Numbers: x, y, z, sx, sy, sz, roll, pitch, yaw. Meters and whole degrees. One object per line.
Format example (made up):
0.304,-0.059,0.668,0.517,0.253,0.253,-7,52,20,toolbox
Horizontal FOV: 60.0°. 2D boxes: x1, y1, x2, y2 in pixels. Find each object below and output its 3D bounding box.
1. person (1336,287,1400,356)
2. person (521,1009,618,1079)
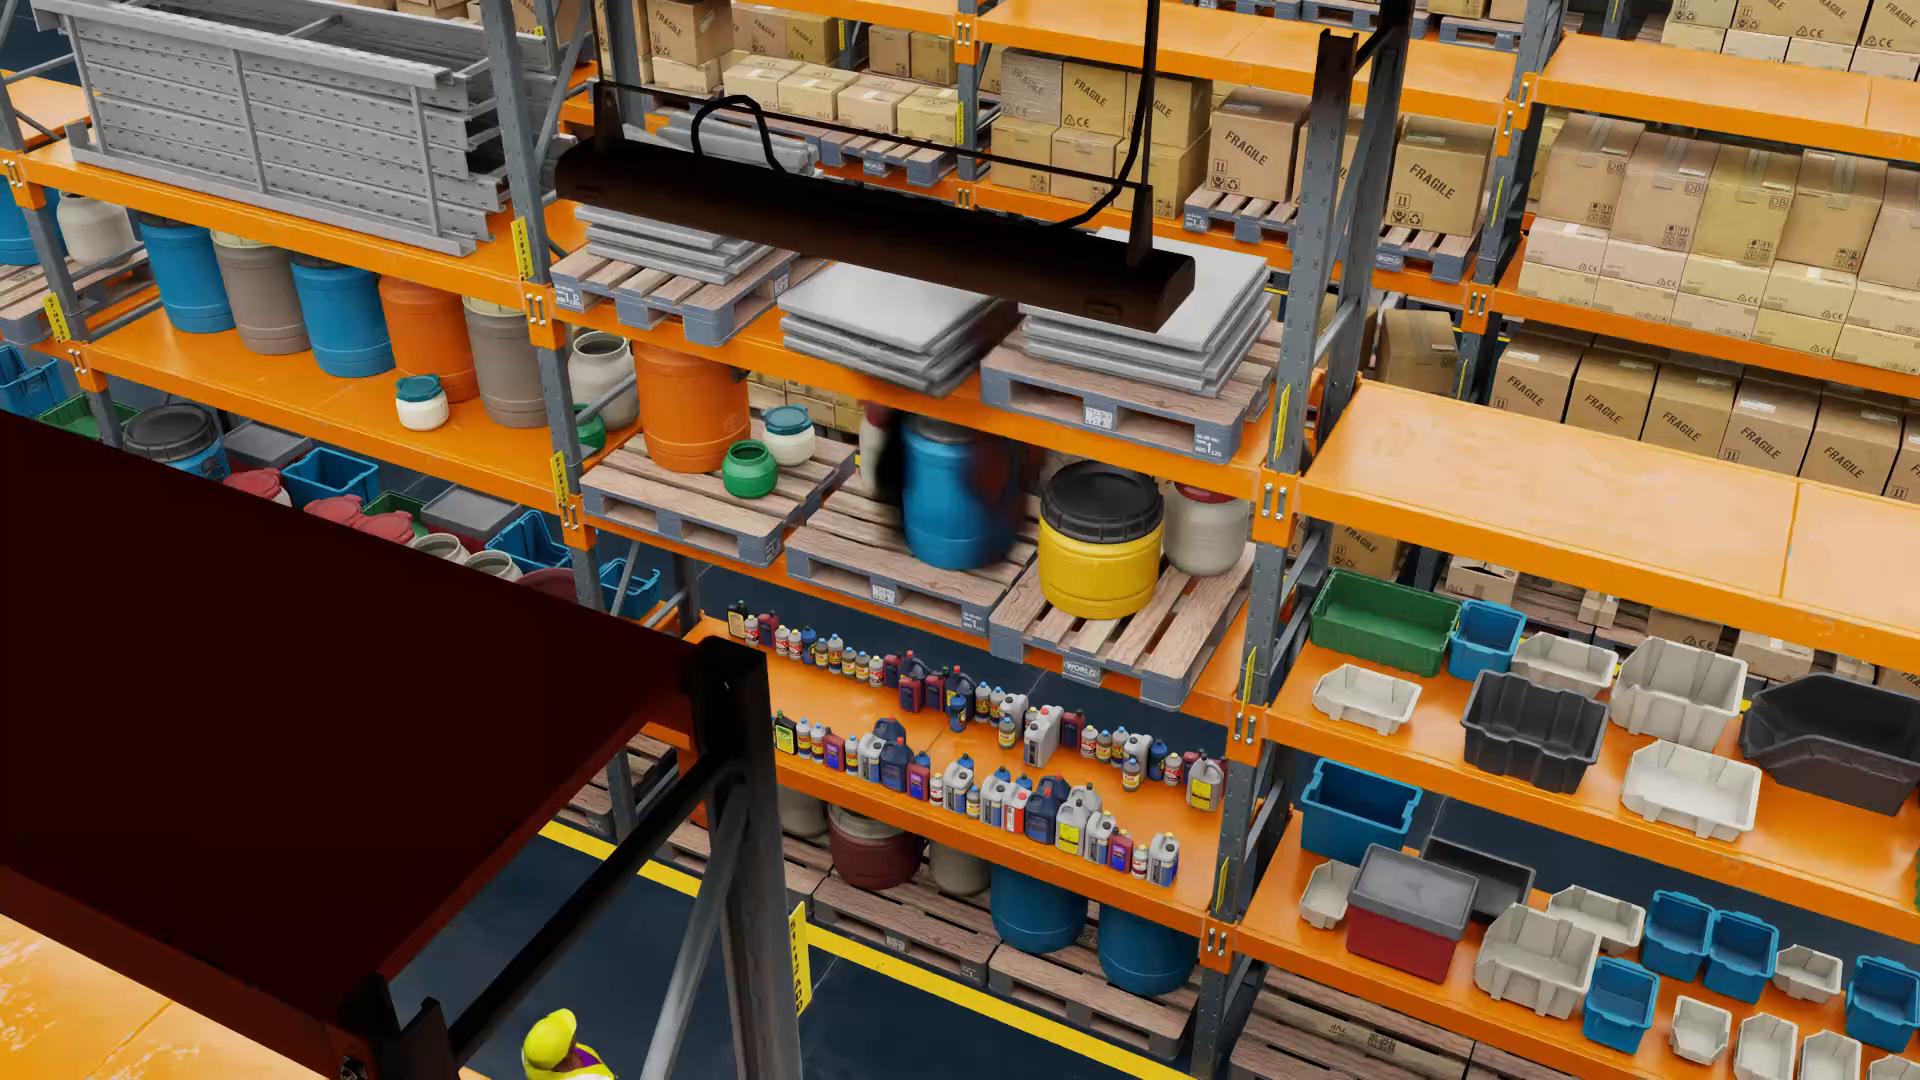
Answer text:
3.667,-2.030,15.269,0.550,1.838,0.634,-21,40,-27,person
-1.820,2.914,8.203,0.506,1.798,0.630,-10,36,-14,person
